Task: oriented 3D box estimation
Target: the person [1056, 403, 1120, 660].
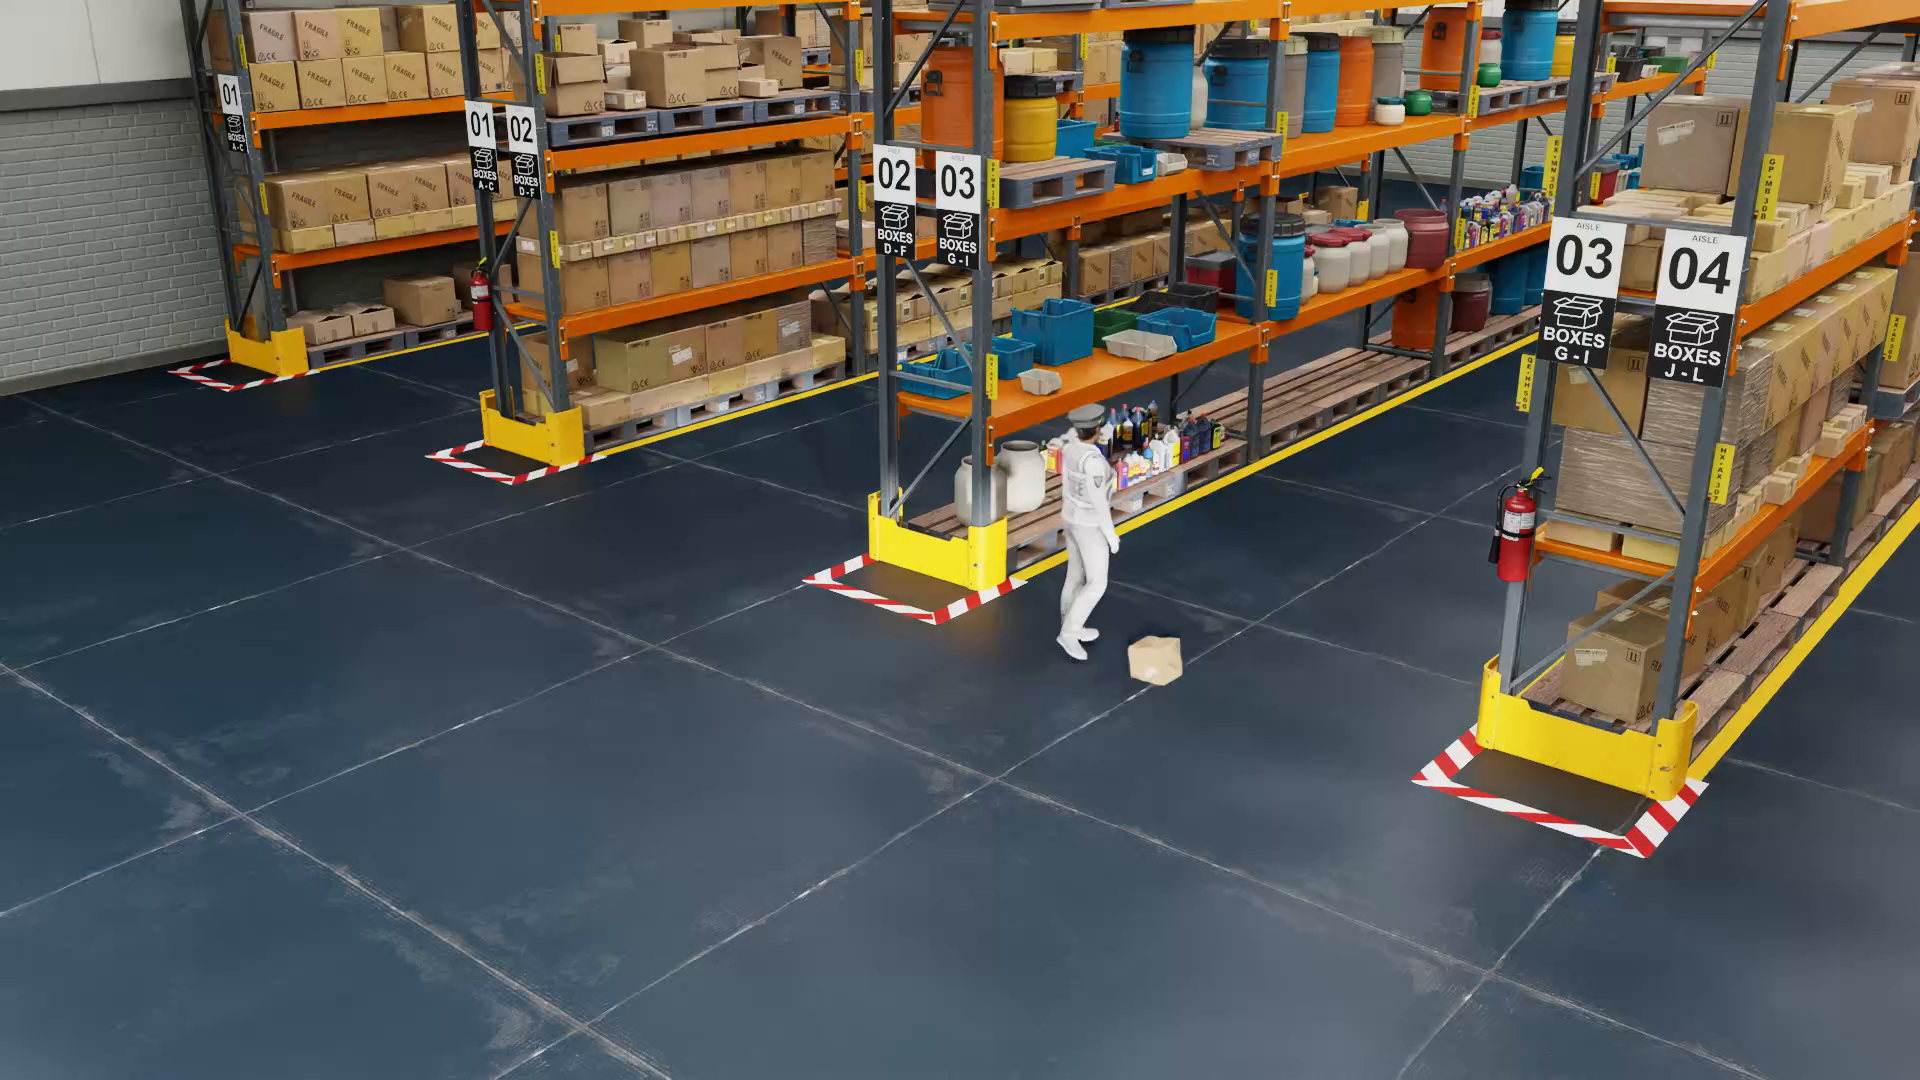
[{"bbox_3d":[0.831,-0.066,11.198,0.424,1.661,0.637,-7,21,-17],"label":"person"}]
